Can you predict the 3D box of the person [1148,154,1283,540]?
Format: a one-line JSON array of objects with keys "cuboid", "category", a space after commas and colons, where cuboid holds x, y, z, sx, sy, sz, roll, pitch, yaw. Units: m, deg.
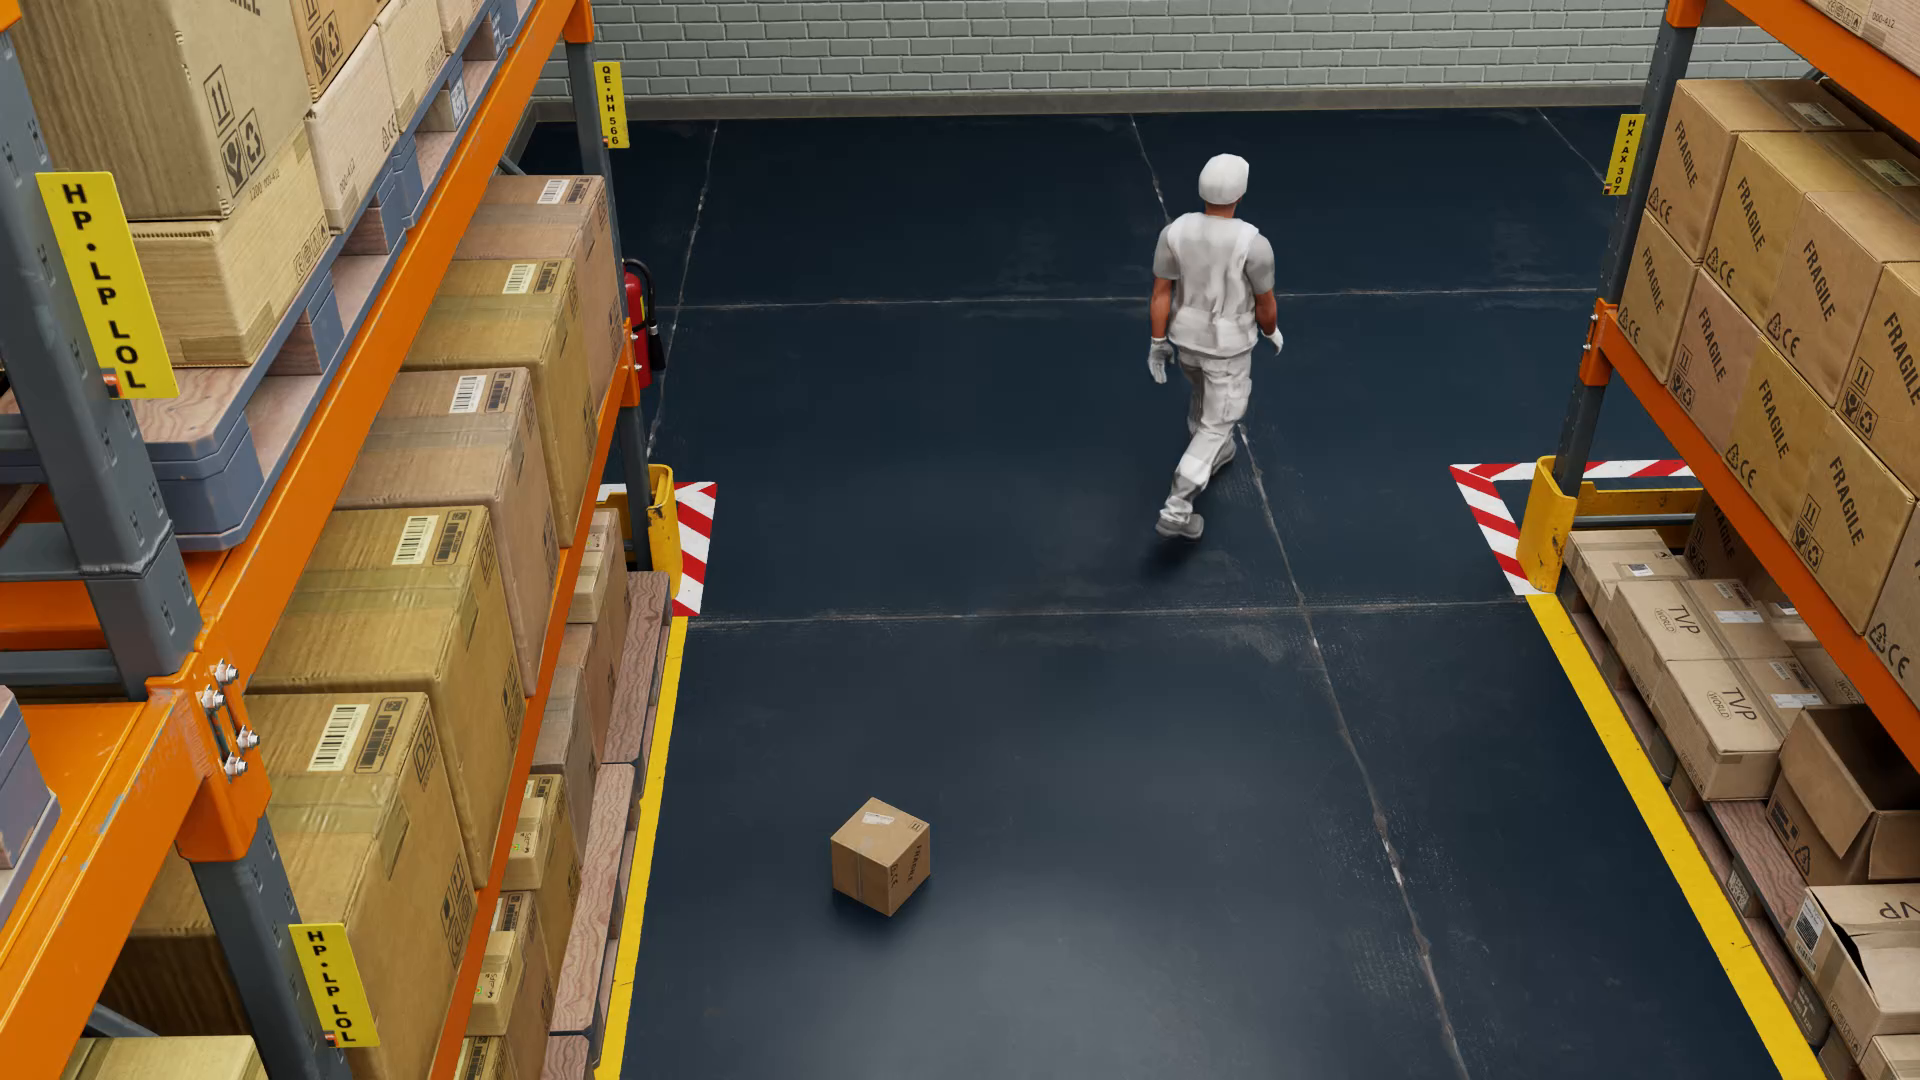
[{"cuboid": [1.117, -0.886, 7.388, 0.516, 1.747, 1.034, 23, 41, 29], "category": "person"}]
